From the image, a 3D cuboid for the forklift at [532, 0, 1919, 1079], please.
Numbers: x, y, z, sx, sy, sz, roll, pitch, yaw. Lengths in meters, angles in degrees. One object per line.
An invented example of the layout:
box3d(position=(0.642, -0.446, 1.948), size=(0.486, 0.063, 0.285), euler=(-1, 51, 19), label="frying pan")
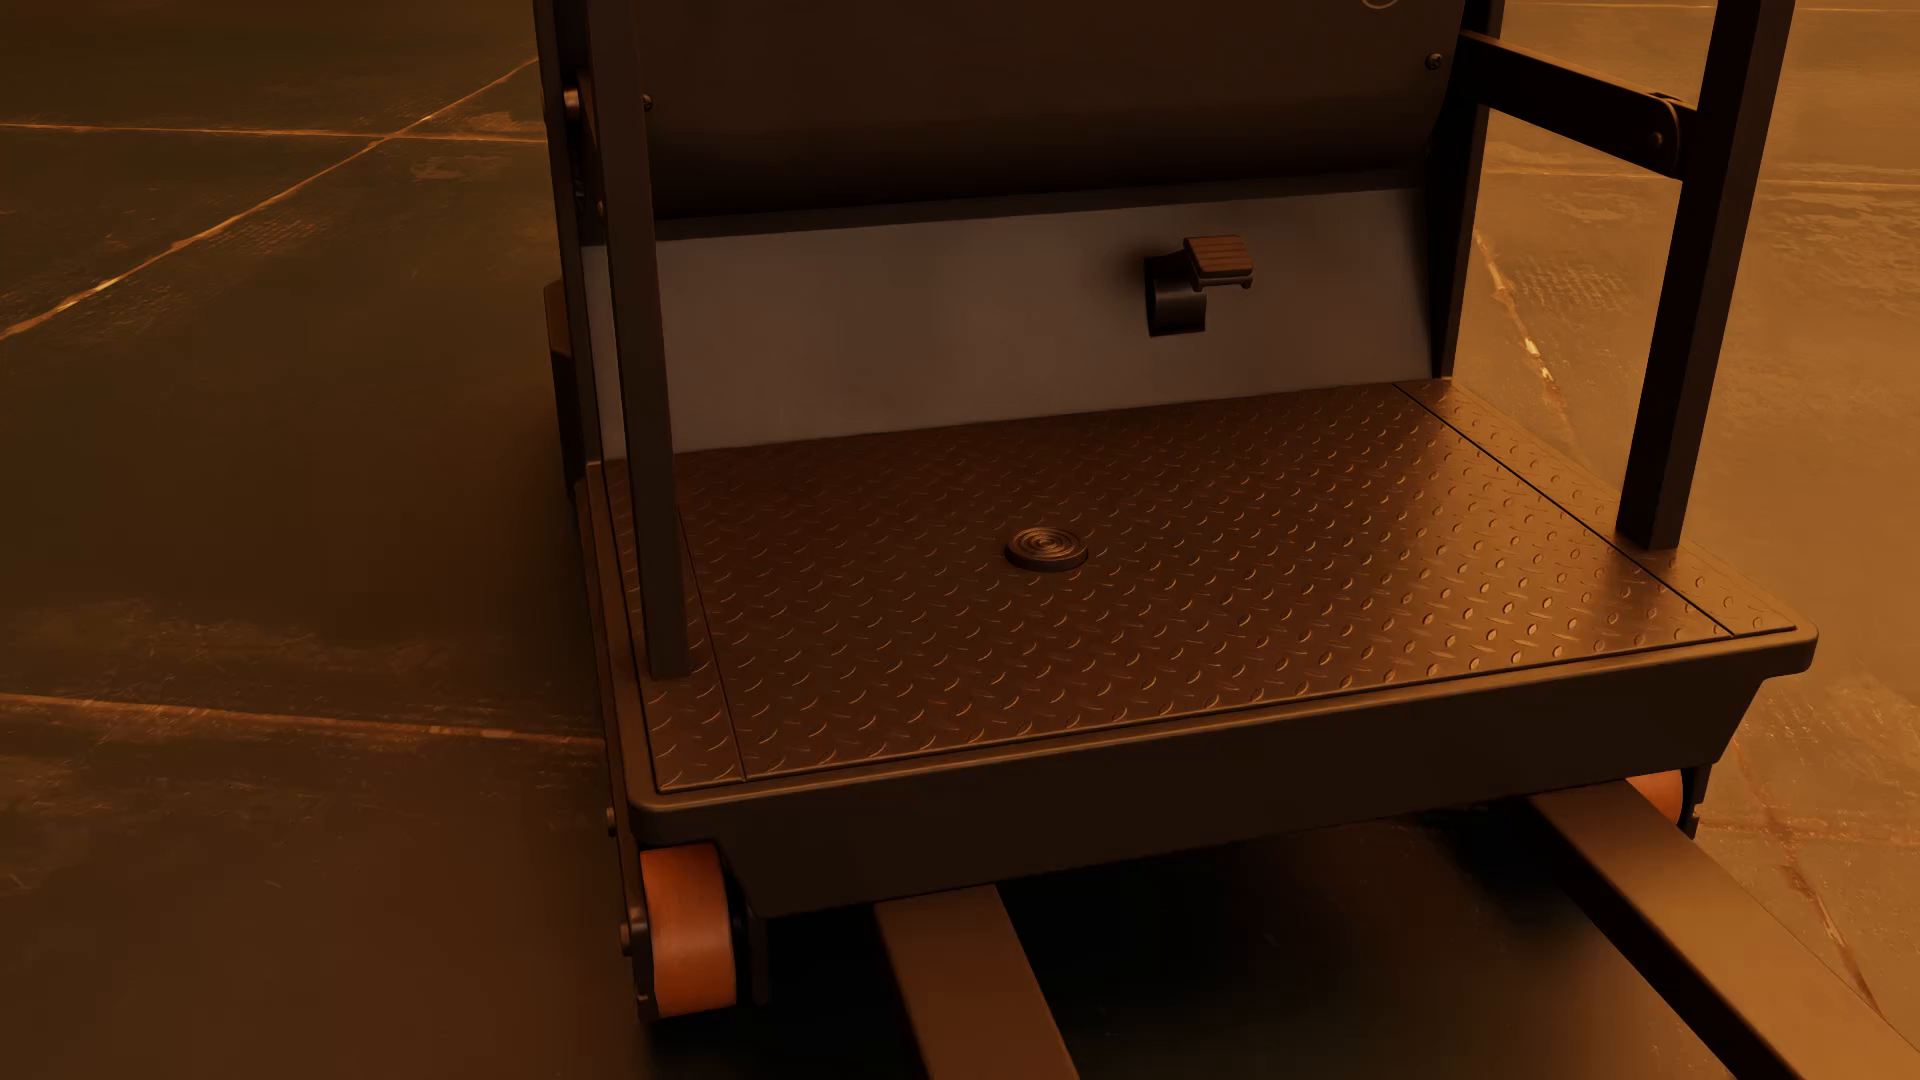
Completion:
box3d(position=(0.153, -1.049, 1.319), size=(1.130, 2.935, 3.031), euler=(-7, 27, -13), label="forklift")
